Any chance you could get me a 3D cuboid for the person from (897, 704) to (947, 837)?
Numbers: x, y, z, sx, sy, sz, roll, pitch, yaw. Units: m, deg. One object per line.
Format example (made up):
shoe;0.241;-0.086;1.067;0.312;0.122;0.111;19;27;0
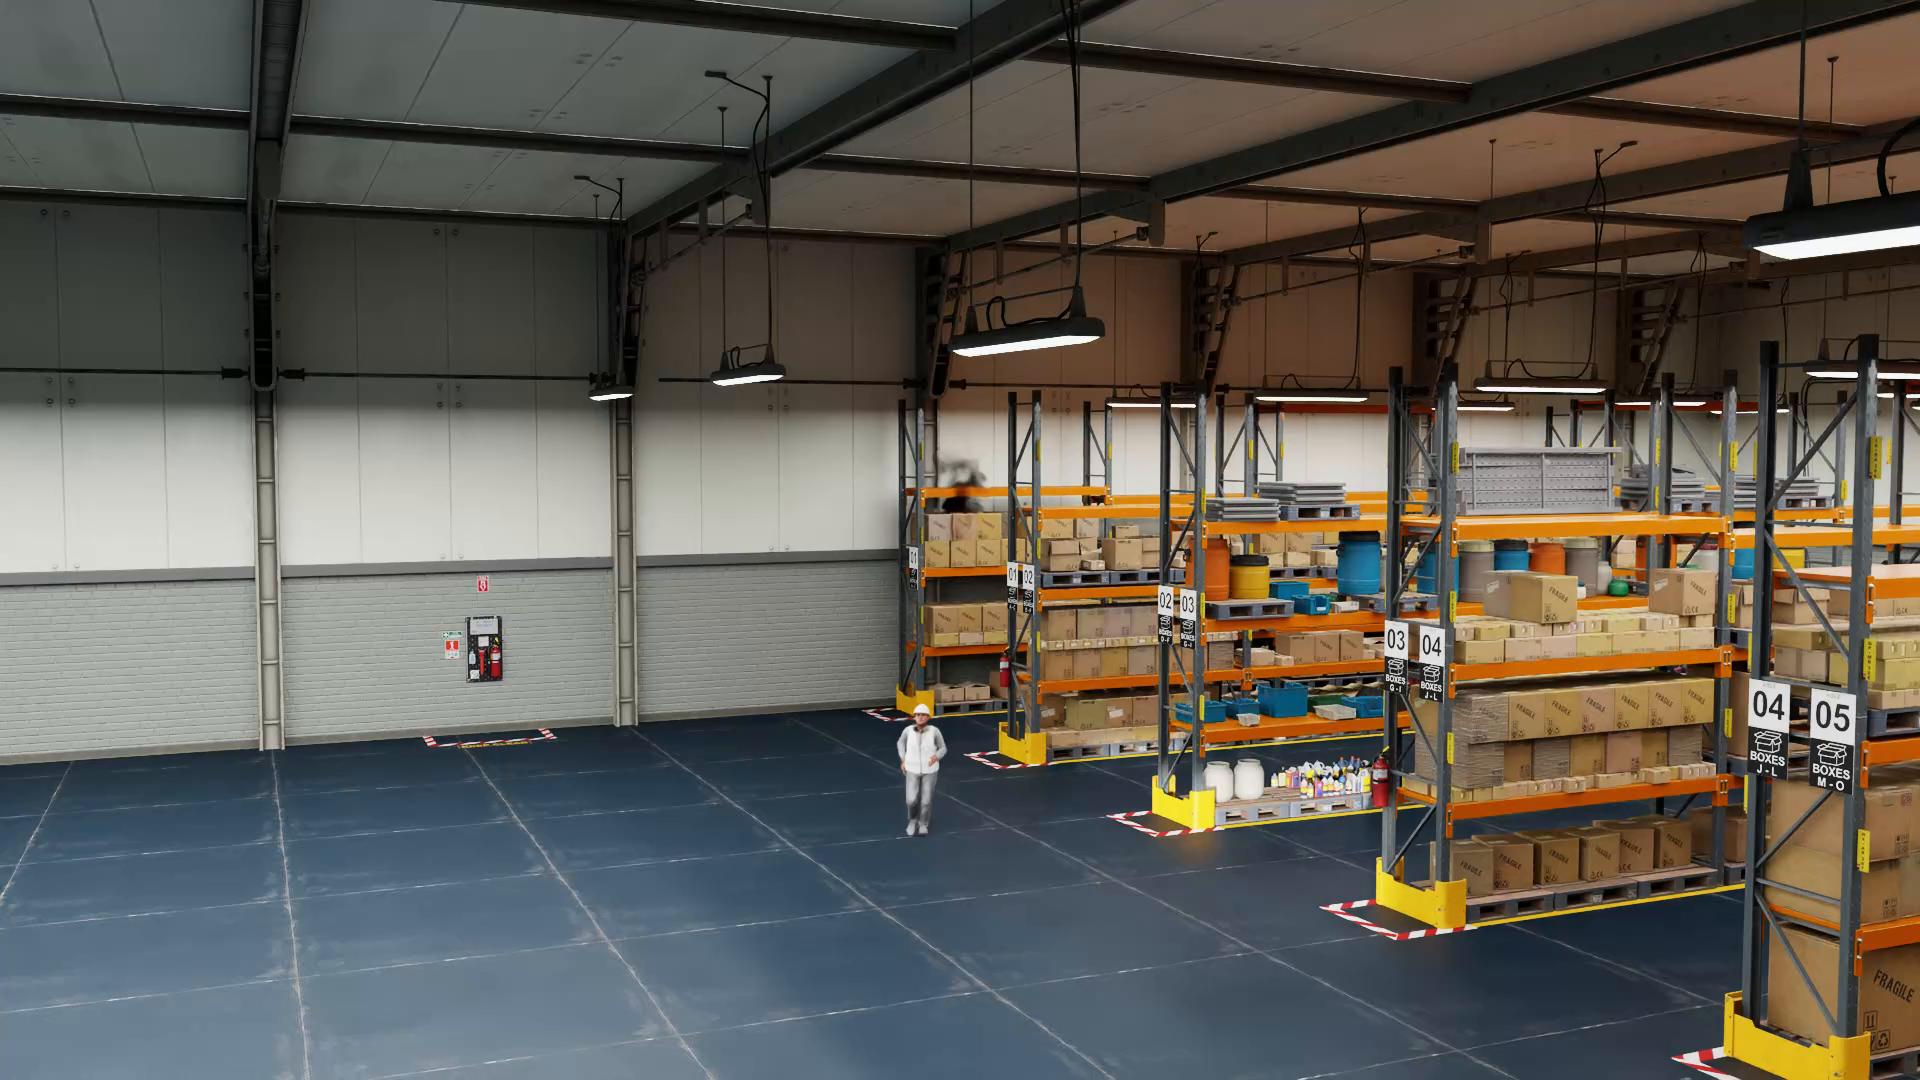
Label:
person;-0.500;3.016;21.703;0.661;1.752;0.656;0;3;1
